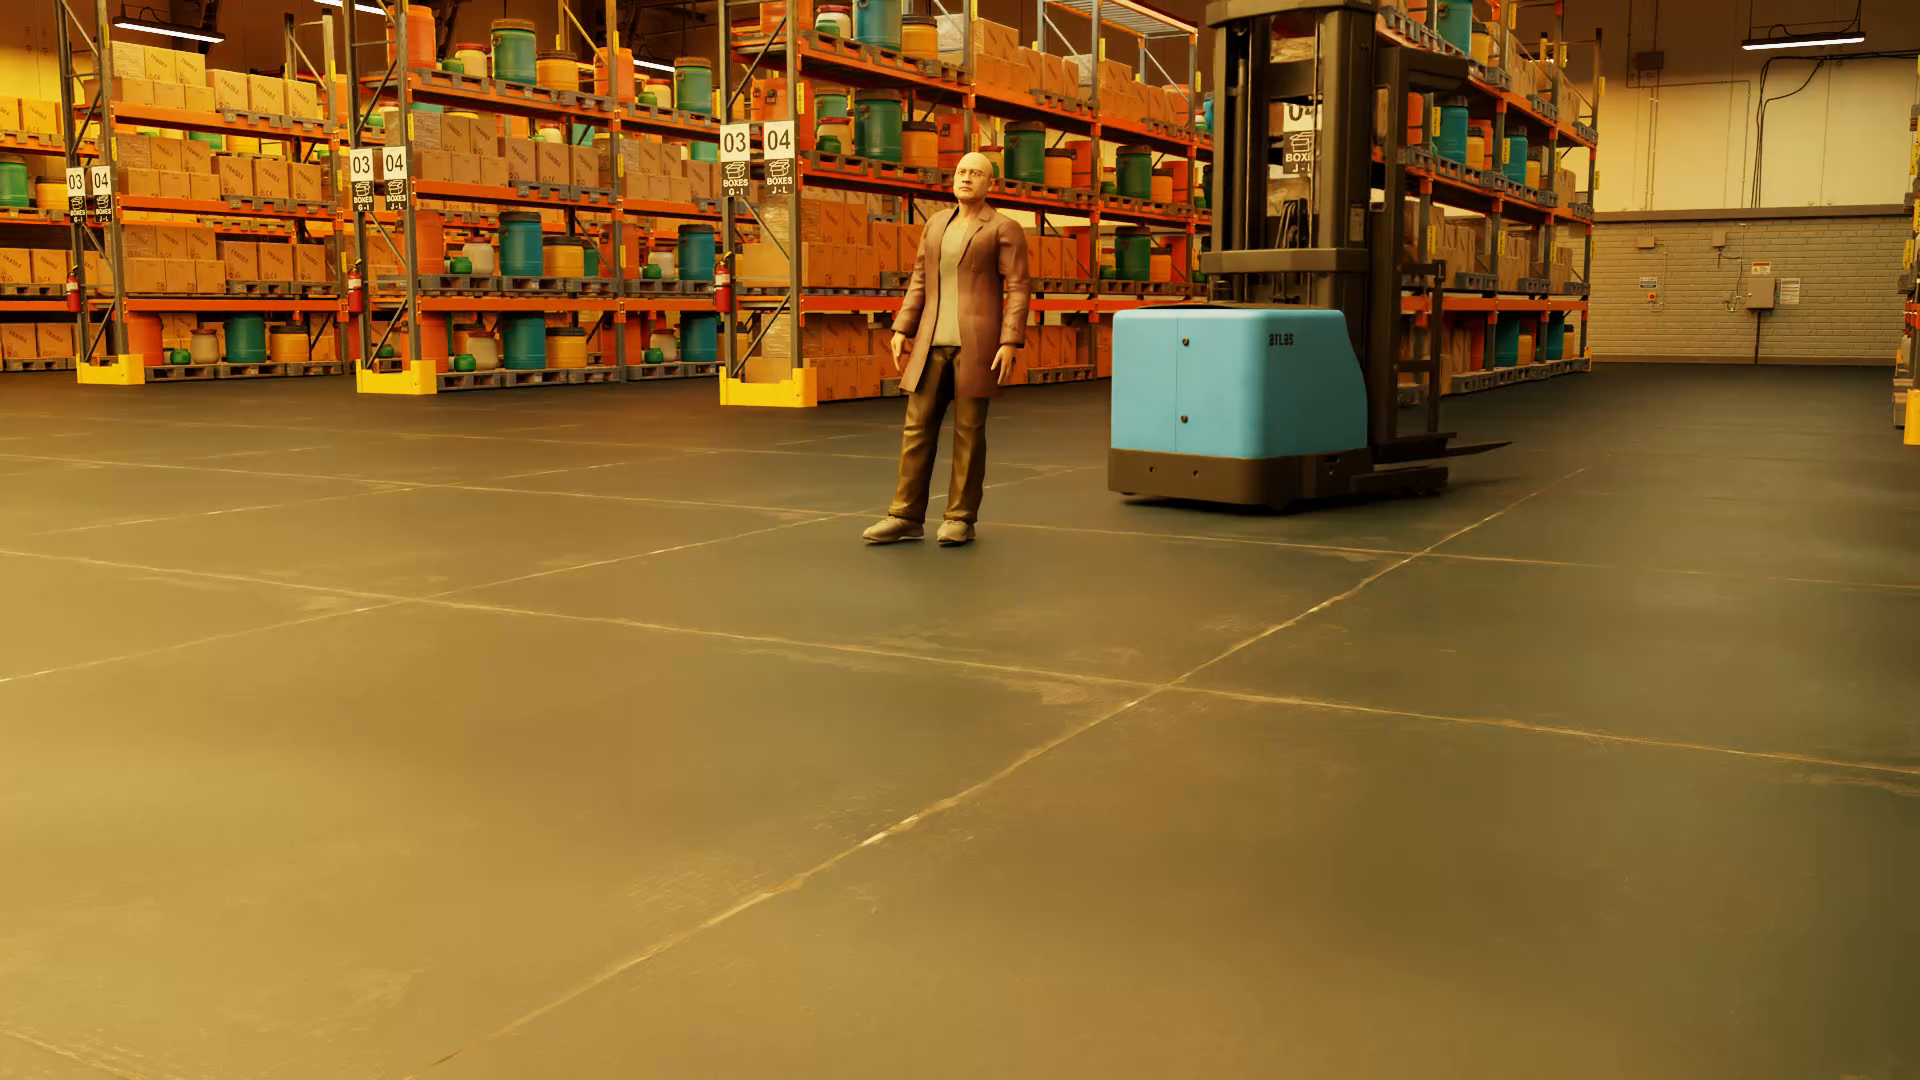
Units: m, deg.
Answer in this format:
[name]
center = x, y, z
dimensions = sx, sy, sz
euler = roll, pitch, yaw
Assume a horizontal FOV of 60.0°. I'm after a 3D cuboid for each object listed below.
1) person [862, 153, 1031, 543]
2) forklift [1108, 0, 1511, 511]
[person]
center = -0.048, -0.877, 7.615
dimensions = 0.694, 1.775, 0.582
euler = 4, 9, 29
[forklift]
center = 2.241, -1.751, 9.782
dimensions = 3.031, 2.935, 1.130
euler = -7, 11, -43
